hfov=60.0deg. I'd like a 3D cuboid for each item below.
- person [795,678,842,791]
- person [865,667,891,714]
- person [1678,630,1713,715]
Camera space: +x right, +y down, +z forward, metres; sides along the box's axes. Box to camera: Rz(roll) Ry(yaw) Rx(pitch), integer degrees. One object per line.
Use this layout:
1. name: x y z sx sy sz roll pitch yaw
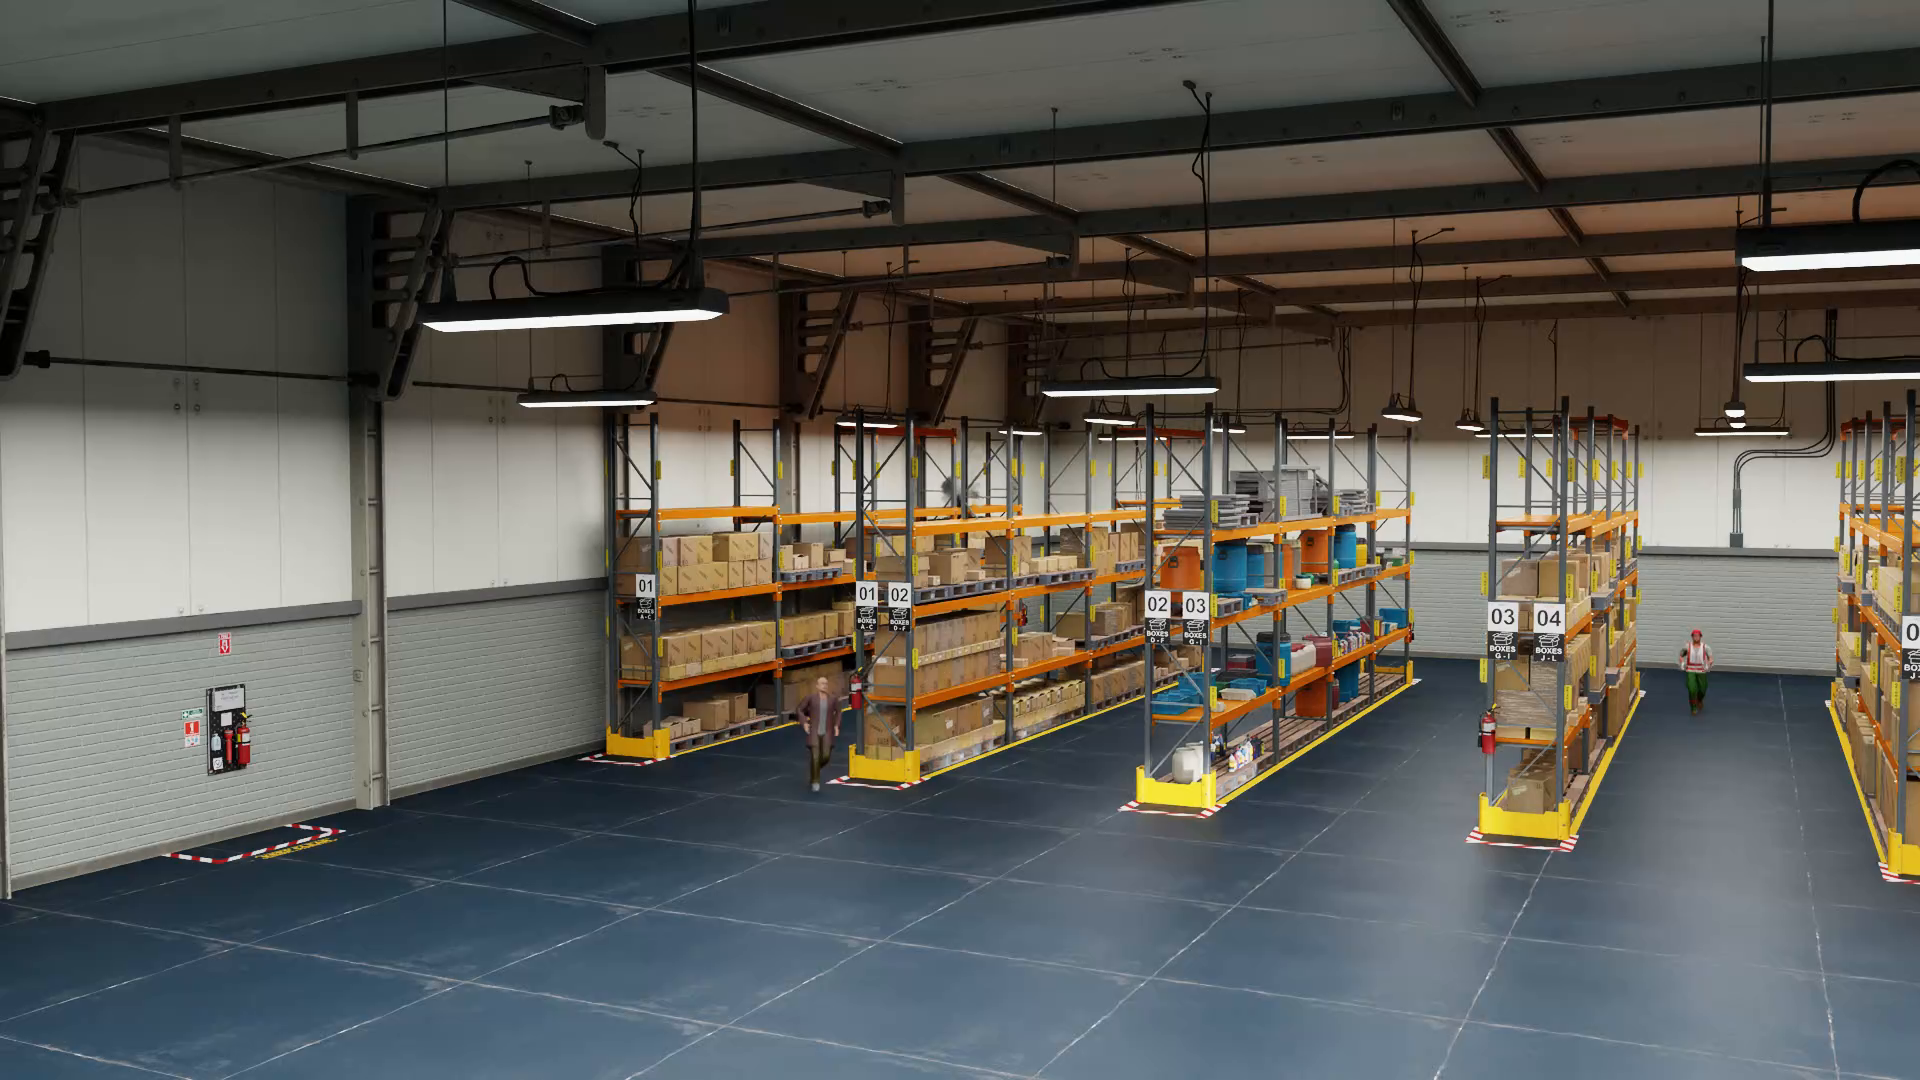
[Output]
1. person: -2.208 3.044 26.201 0.752 1.747 0.595 -1 2 -15
2. person: -1.460 2.907 30.190 0.582 1.732 0.744 1 3 22
3. person: 15.052 2.701 34.029 0.658 1.741 0.687 1 3 22
